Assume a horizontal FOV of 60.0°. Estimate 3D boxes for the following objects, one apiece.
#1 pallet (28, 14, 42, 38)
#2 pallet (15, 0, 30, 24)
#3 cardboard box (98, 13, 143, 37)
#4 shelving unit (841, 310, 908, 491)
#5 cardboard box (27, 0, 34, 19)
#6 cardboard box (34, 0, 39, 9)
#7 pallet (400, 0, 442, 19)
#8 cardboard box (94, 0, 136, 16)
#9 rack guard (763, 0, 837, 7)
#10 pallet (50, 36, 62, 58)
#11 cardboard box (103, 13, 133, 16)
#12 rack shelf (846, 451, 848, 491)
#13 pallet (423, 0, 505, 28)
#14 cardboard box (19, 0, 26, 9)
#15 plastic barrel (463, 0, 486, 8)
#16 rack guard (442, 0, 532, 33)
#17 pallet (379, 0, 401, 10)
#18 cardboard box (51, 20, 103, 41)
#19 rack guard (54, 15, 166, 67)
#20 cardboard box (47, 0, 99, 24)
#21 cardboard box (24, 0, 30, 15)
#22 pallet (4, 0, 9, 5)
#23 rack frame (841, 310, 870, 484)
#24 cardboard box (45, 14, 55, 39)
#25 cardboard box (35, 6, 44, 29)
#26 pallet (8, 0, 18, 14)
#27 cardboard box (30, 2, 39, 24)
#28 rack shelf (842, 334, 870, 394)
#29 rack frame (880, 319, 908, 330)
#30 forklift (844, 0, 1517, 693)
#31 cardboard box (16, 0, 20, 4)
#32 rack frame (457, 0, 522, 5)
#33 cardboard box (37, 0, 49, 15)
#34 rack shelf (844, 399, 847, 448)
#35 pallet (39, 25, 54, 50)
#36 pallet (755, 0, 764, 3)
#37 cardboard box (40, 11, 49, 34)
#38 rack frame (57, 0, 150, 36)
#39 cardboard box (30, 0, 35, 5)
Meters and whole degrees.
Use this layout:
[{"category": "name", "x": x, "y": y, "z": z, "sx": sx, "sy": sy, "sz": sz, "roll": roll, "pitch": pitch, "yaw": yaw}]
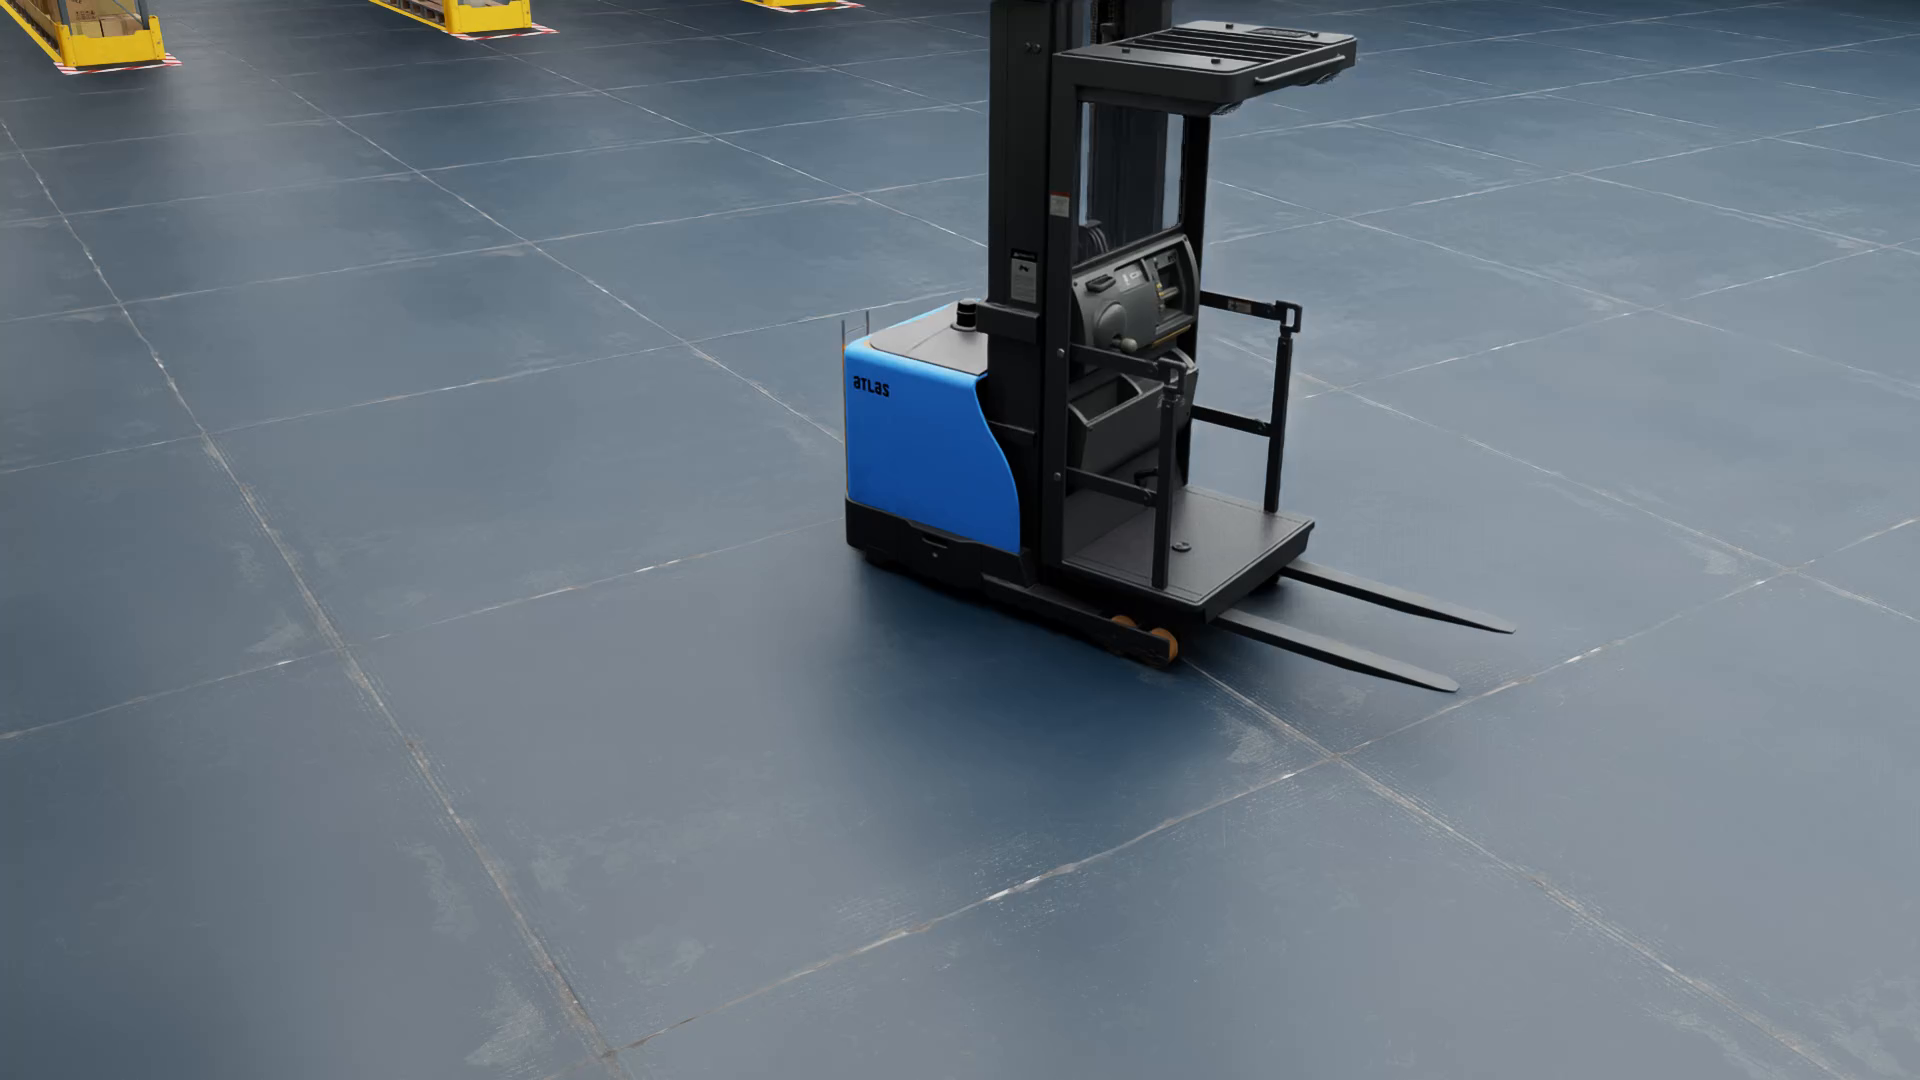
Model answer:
[{"category": "pallet", "x": -12.551, "y": -7.334, "z": 23.539, "sx": 1.003, "sy": 0.211, "sz": 1.213, "roll": -16, "pitch": 29, "yaw": -30}, {"category": "pallet", "x": -13.385, "y": -7.883, "z": 24.701, "sx": 1.003, "sy": 0.211, "sz": 1.213, "roll": -16, "pitch": 29, "yaw": -30}, {"category": "cardboard box", "x": -10.872, "y": -6.649, "z": 21.550, "sx": 0.500, "sy": 0.250, "sz": 0.500, "roll": -16, "pitch": 29, "yaw": -30}, {"category": "shelving unit", "x": -0.414, "y": -0.593, "z": 8.277, "sx": 0.252, "sy": 1.050, "sz": 0.215, "roll": 18, "pitch": 31, "yaw": 33}, {"category": "cardboard box", "x": -12.682, "y": -7.420, "z": 23.182, "sx": 0.500, "sy": 0.250, "sz": 0.500, "roll": -16, "pitch": 29, "yaw": -30}, {"category": "cardboard box", "x": -12.138, "y": -7.400, "z": 22.263, "sx": 0.500, "sy": 0.500, "sz": 0.500, "roll": -16, "pitch": 29, "yaw": -30}, {"category": "pallet", "x": -7.796, "y": -8.095, "z": 25.150, "sx": 1.003, "sy": 0.211, "sz": 1.213, "roll": -16, "pitch": 29, "yaw": -30}, {"category": "cardboard box", "x": -11.147, "y": -7.167, "z": 21.768, "sx": 0.500, "sy": 0.500, "sz": 0.500, "roll": -16, "pitch": 29, "yaw": -30}, {"category": "rack guard", "x": -2.506, "y": -8.663, "z": 26.015, "sx": 1.175, "sy": 0.500, "sz": 0.348, "roll": -16, "pitch": 29, "yaw": -30}, {"category": "pallet", "x": -11.219, "y": -6.462, "z": 21.691, "sx": 1.003, "sy": 0.211, "sz": 1.213, "roll": -16, "pitch": 29, "yaw": -30}, {"category": "cardboard box", "x": -11.149, "y": -6.827, "z": 21.927, "sx": 0.500, "sy": 0.250, "sz": 0.500, "roll": -16, "pitch": 29, "yaw": -30}, {"category": "rack shelf", "x": -0.414, "y": -0.332, "z": 8.400, "sx": 0.240, "sy": 0.259, "sz": 0.215, "roll": 18, "pitch": 31, "yaw": 33}, {"category": "pallet", "x": -7.134, "y": -7.659, "z": 24.227, "sx": 1.003, "sy": 0.211, "sz": 1.213, "roll": -16, "pitch": 29, "yaw": -30}, {"category": "cardboard box", "x": -13.419, "y": -7.917, "z": 24.236, "sx": 0.500, "sy": 0.250, "sz": 0.500, "roll": -16, "pitch": 30, "yaw": -30}, {"category": "plastic barrel", "x": -7.037, "y": -7.894, "z": 23.881, "sx": 0.421, "sy": 0.512, "sz": 0.421, "roll": 0, "pitch": 25, "yaw": 0}, {"category": "rack guard", "x": -6.695, "y": -7.498, "z": 23.547, "sx": 1.175, "sy": 0.500, "sz": 0.348, "roll": -16, "pitch": 29, "yaw": -30}, {"category": "pallet", "x": -8.466, "y": -8.532, "z": 26.076, "sx": 1.003, "sy": 0.211, "sz": 1.213, "roll": -16, "pitch": 29, "yaw": -30}, {"category": "cardboard box", "x": -11.306, "y": -6.528, "z": 21.294, "sx": 0.500, "sy": 0.250, "sz": 0.500, "roll": -16, "pitch": 29, "yaw": -30}, {"category": "rack guard", "x": -10.753, "y": -6.320, "z": 21.052, "sx": 1.175, "sy": 0.500, "sz": 0.348, "roll": -16, "pitch": 29, "yaw": -30}, {"category": "cardboard box", "x": -11.308, "y": -6.867, "z": 21.133, "sx": 0.500, "sy": 0.500, "sz": 0.500, "roll": -16, "pitch": 29, "yaw": -30}, {"category": "cardboard box", "x": -12.951, "y": -7.600, "z": 23.564, "sx": 0.500, "sy": 0.250, "sz": 0.500, "roll": -16, "pitch": 29, "yaw": -30}, {"category": "pallet", "x": -14.717, "y": -8.756, "z": 26.550, "sx": 1.003, "sy": 0.211, "sz": 1.213, "roll": -16, "pitch": 29, "yaw": -30}, {"category": "rack frame", "x": -0.511, "y": -0.625, "z": 8.344, "sx": 0.008, "sy": 1.050, "sz": 0.200, "roll": 18, "pitch": 31, "yaw": 33}, {"category": "cardboard box", "x": -11.589, "y": -6.704, "z": 21.667, "sx": 0.500, "sy": 0.250, "sz": 0.500, "roll": -16, "pitch": 29, "yaw": -30}, {"category": "cardboard box", "x": -12.135, "y": -7.062, "z": 22.425, "sx": 0.500, "sy": 0.250, "sz": 0.500, "roll": -16, "pitch": 29, "yaw": -30}, {"category": "pallet", "x": -14.055, "y": -8.320, "z": 25.627, "sx": 1.003, "sy": 0.211, "sz": 1.213, "roll": -16, "pitch": 29, "yaw": -30}, {"category": "cardboard box", "x": -12.413, "y": -7.240, "z": 22.801, "sx": 0.500, "sy": 0.250, "sz": 0.500, "roll": -16, "pitch": 29, "yaw": -30}, {"category": "rack shelf", "x": -0.414, "y": -0.840, "z": 8.160, "sx": 0.240, "sy": 0.259, "sz": 0.215, "roll": 18, "pitch": 31, "yaw": 33}, {"category": "rack frame", "x": -0.317, "y": -0.562, "z": 8.210, "sx": 0.008, "sy": 1.050, "sz": 0.200, "roll": 18, "pitch": 31, "yaw": 33}, {"category": "forklift", "x": 0.927, "y": -1.037, "z": 7.012, "sx": 3.031, "sy": 2.935, "sz": 1.130, "roll": 18, "pitch": 31, "yaw": 33}, {"category": "cardboard box", "x": -13.694, "y": -8.098, "z": 24.620, "sx": 0.500, "sy": 0.250, "sz": 0.500, "roll": -16, "pitch": 30, "yaw": -30}, {"category": "rack frame", "x": -6.614, "y": -8.612, "z": 22.979, "sx": 1.000, "sy": 3.000, "sz": 0.127, "roll": -16, "pitch": 29, "yaw": -30}, {"category": "cardboard box", "x": -11.866, "y": -7.221, "z": 21.884, "sx": 0.500, "sy": 0.500, "sz": 0.500, "roll": -16, "pitch": 29, "yaw": -30}, {"category": "rack shelf", "x": -0.414, "y": -0.584, "z": 8.281, "sx": 0.240, "sy": 0.259, "sz": 0.215, "roll": 18, "pitch": 31, "yaw": 33}, {"category": "pallet", "x": -11.881, "y": -6.898, "z": 22.614, "sx": 1.003, "sy": 0.211, "sz": 1.213, "roll": -16, "pitch": 29, "yaw": -30}, {"category": "pallet", "x": -2.919, "y": -8.831, "z": 26.710, "sx": 1.003, "sy": 0.211, "sz": 1.213, "roll": -16, "pitch": 29, "yaw": -30}, {"category": "cardboard box", "x": -11.864, "y": -6.883, "z": 22.045, "sx": 0.500, "sy": 0.250, "sz": 0.500, "roll": -16, "pitch": 29, "yaw": -30}, {"category": "rack frame", "x": -10.766, "y": -7.459, "z": 20.537, "sx": 1.000, "sy": 3.000, "sz": 0.127, "roll": -16, "pitch": 29, "yaw": -30}, {"category": "cardboard box", "x": -12.413, "y": -7.579, "z": 22.641, "sx": 0.500, "sy": 0.500, "sz": 0.500, "roll": -16, "pitch": 29, "yaw": -30}]
